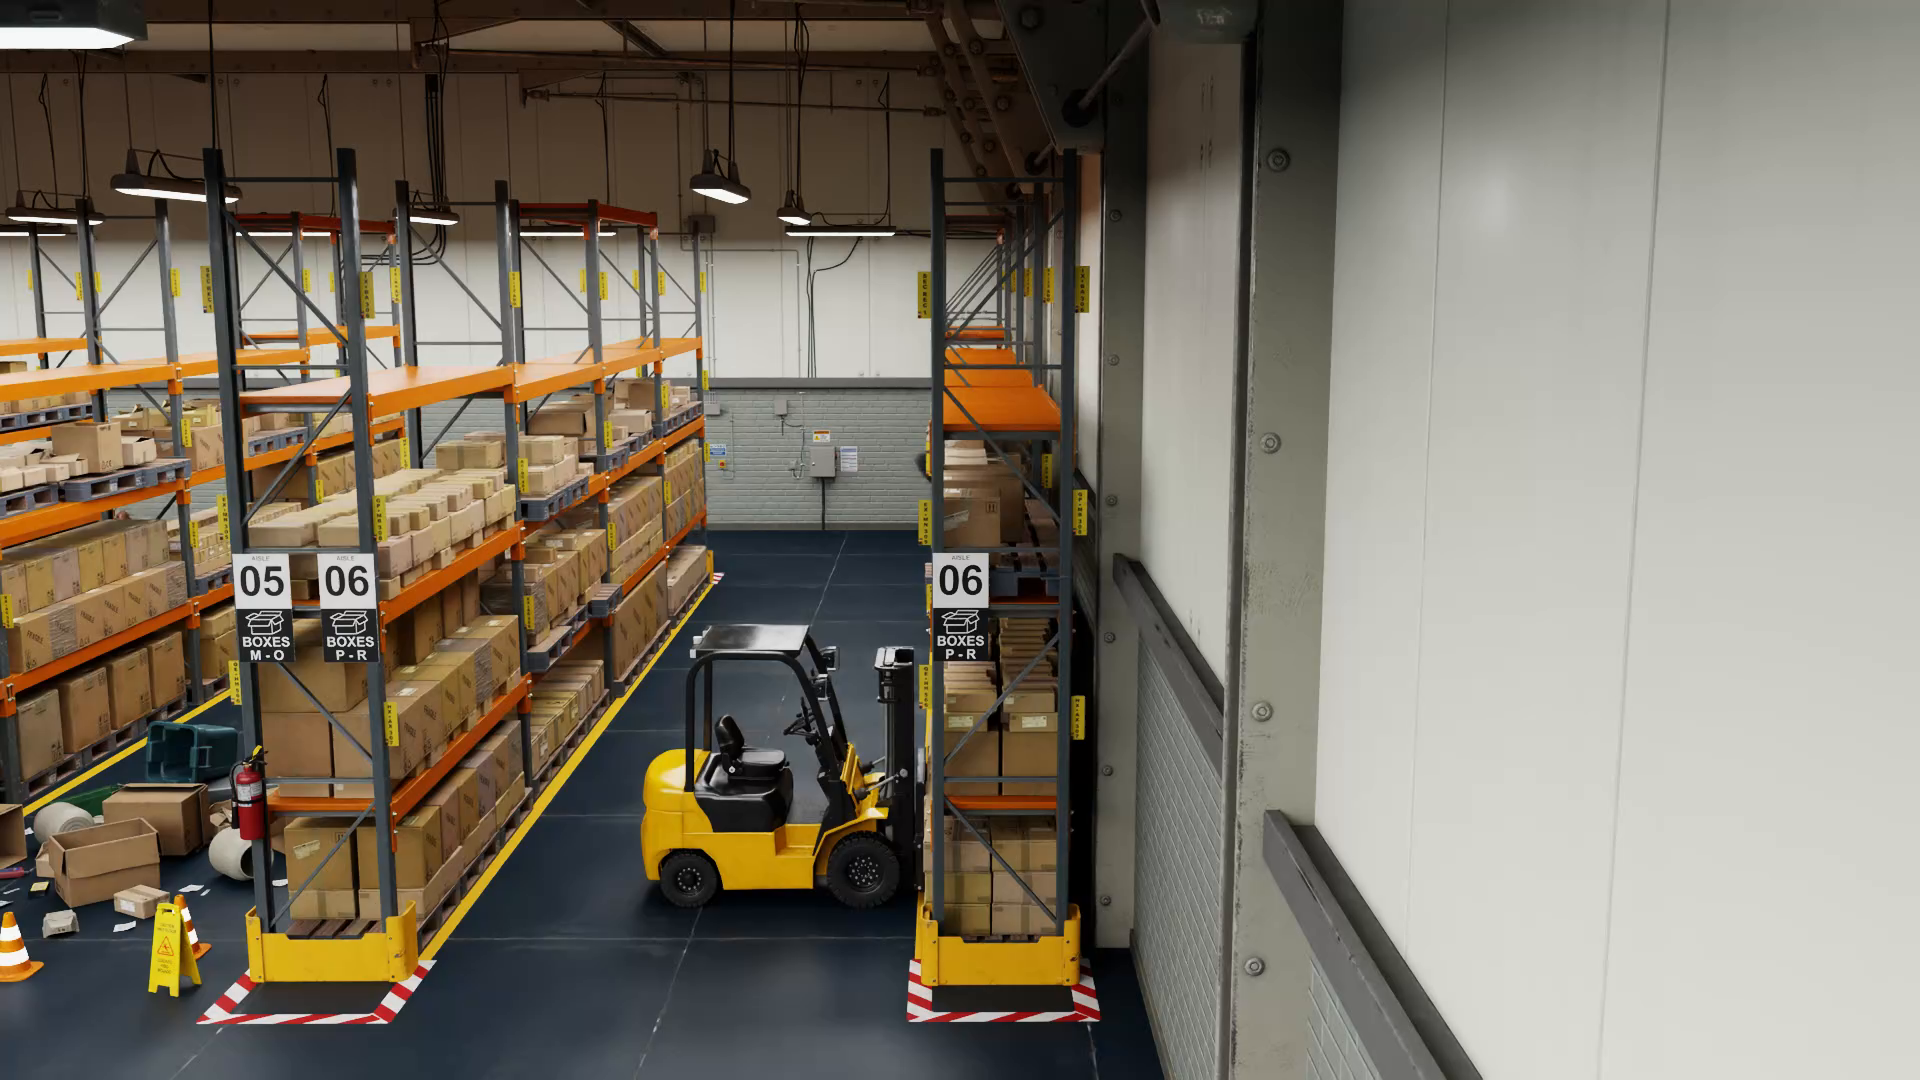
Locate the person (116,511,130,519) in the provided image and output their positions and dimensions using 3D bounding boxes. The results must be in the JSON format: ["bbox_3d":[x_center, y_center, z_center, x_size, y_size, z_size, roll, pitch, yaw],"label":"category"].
[{"bbox_3d":[-12.855,0.320,25.631,0.534,1.555,0.541,-2,9,-14],"label":"person"}]

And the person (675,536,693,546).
[{"bbox_3d":[-4.828,-0.198,29.121,0.735,1.499,0.698,3,10,16],"label":"person"}]
